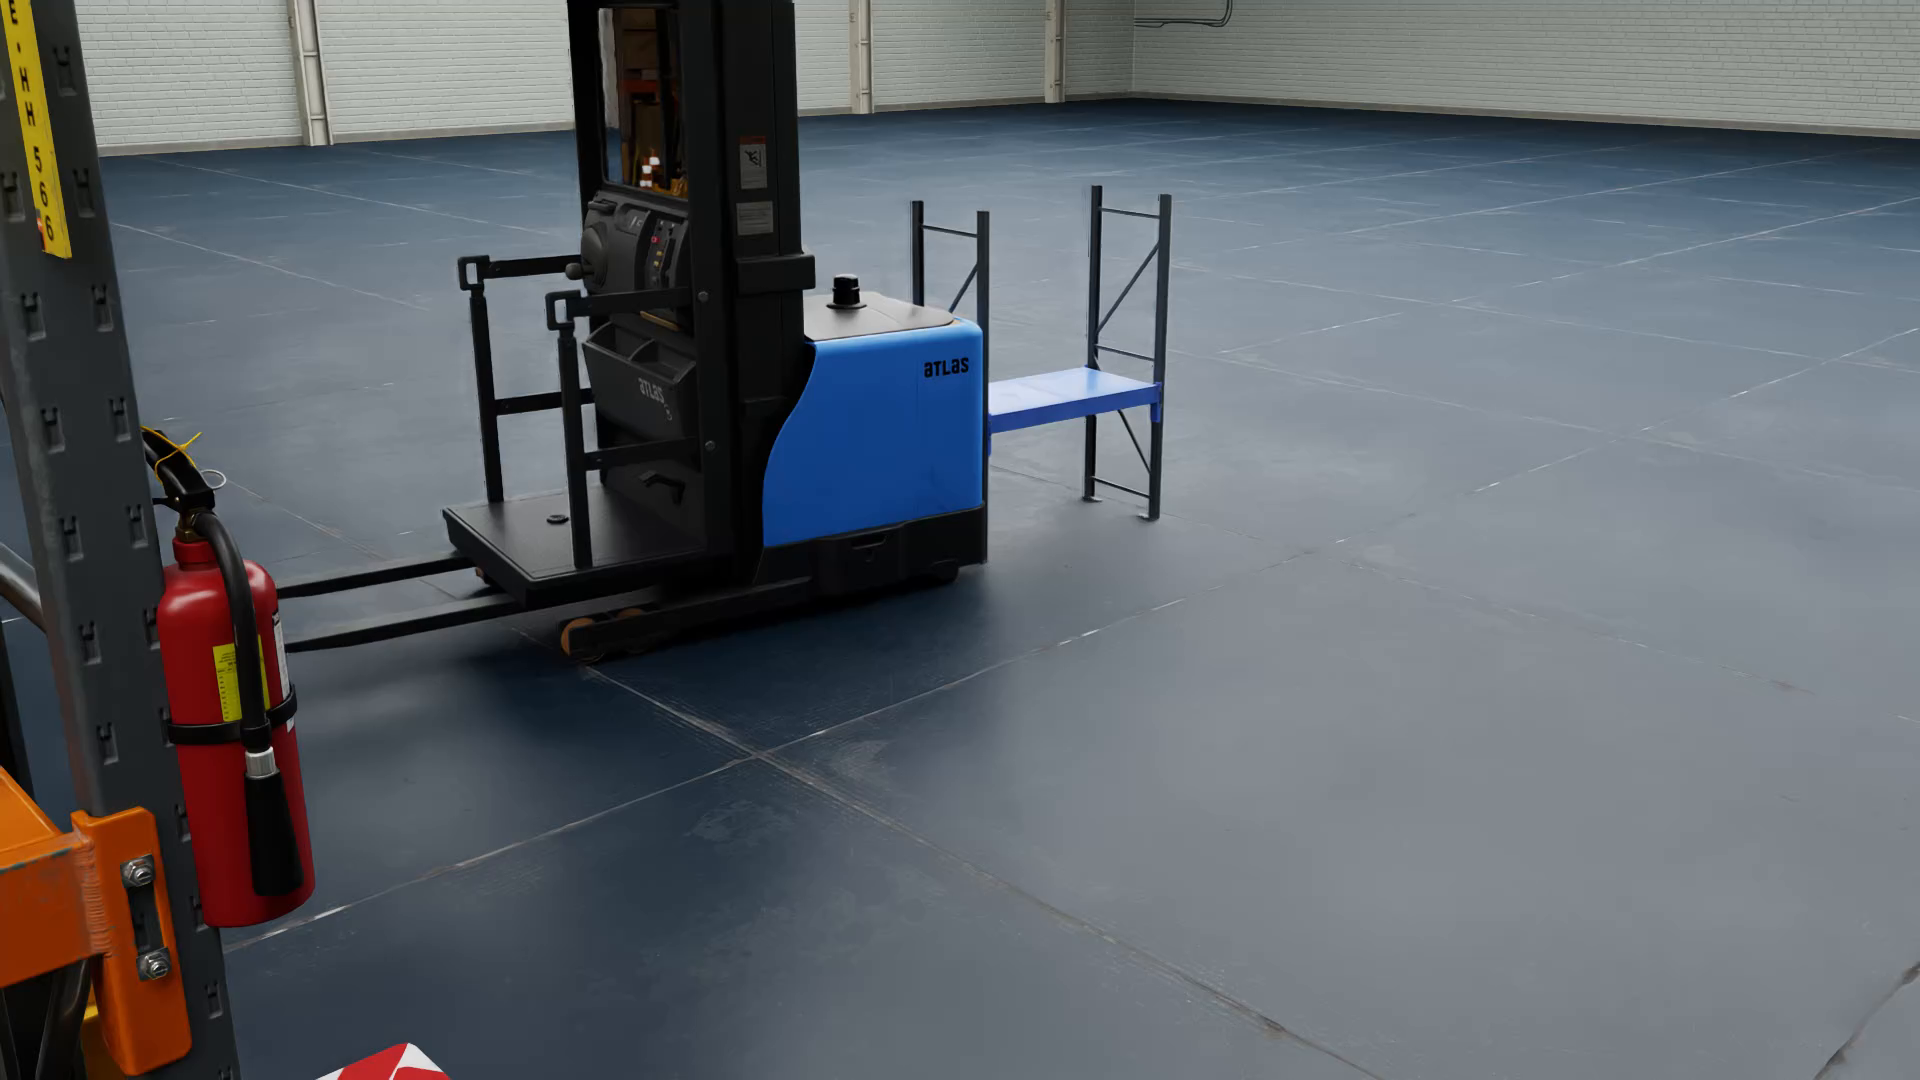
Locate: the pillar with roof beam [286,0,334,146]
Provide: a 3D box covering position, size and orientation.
[{"bbox_3d":[-7.860,-9.979,23.671,0.400,9.000,9.100,-16,24,-41],"label":"pillar with roof beam"}]

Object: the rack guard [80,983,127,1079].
[{"bbox_3d":[-1.370,1.245,2.835,0.348,0.500,1.175,-16,24,-41],"label":"rack guard"}]

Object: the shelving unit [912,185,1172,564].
[{"bbox_3d":[0.363,-0.769,7.425,1.048,1.500,0.538,-13,22,-35],"label":"shelving unit"}]

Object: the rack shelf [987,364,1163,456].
[{"bbox_3d":[0.363,-0.598,7.481,1.000,0.185,0.538,-13,22,-35],"label":"rack shelf"}]

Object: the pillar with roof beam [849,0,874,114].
[{"bbox_3d":[0.859,-12.521,31.514,0.400,9.000,9.100,-16,24,-41],"label":"pillar with roof beam"}]

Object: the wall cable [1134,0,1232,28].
[{"bbox_3d":[5.310,-13.608,39.901,0.112,2.526,3.097,-16,24,-41],"label":"wall cable"}]

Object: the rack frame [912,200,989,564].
[{"bbox_3d":[-0.043,-0.675,7.134,0.032,1.500,0.500,-13,22,-35],"label":"rack frame"}]

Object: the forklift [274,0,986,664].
[{"bbox_3d":[-1.408,-1.126,6.204,3.031,2.935,1.130,-11,21,-31],"label":"forklift"}]

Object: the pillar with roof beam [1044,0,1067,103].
[{"bbox_3d":[5.219,-13.793,35.435,0.400,9.000,9.100,-16,24,-41],"label":"pillar with roof beam"}]

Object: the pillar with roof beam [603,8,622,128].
[{"bbox_3d":[-3.501,-11.250,27.593,0.400,9.000,9.100,-16,24,-41],"label":"pillar with roof beam"}]

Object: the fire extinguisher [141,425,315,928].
[{"bbox_3d":[-0.982,0.177,2.202,0.183,0.674,0.296,-16,24,-41],"label":"fire extinguisher"}]

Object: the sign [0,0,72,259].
[{"bbox_3d":[-1.025,-0.478,1.835,0.005,0.325,0.100,-16,24,-41],"label":"sign"}]

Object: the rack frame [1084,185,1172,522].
[{"bbox_3d":[0.769,-0.864,7.717,0.032,1.500,0.500,-13,22,-35],"label":"rack frame"}]

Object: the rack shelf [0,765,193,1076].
[{"bbox_3d":[-2.840,0.827,1.238,4.000,0.370,1.077,-16,24,-41],"label":"rack shelf"}]
